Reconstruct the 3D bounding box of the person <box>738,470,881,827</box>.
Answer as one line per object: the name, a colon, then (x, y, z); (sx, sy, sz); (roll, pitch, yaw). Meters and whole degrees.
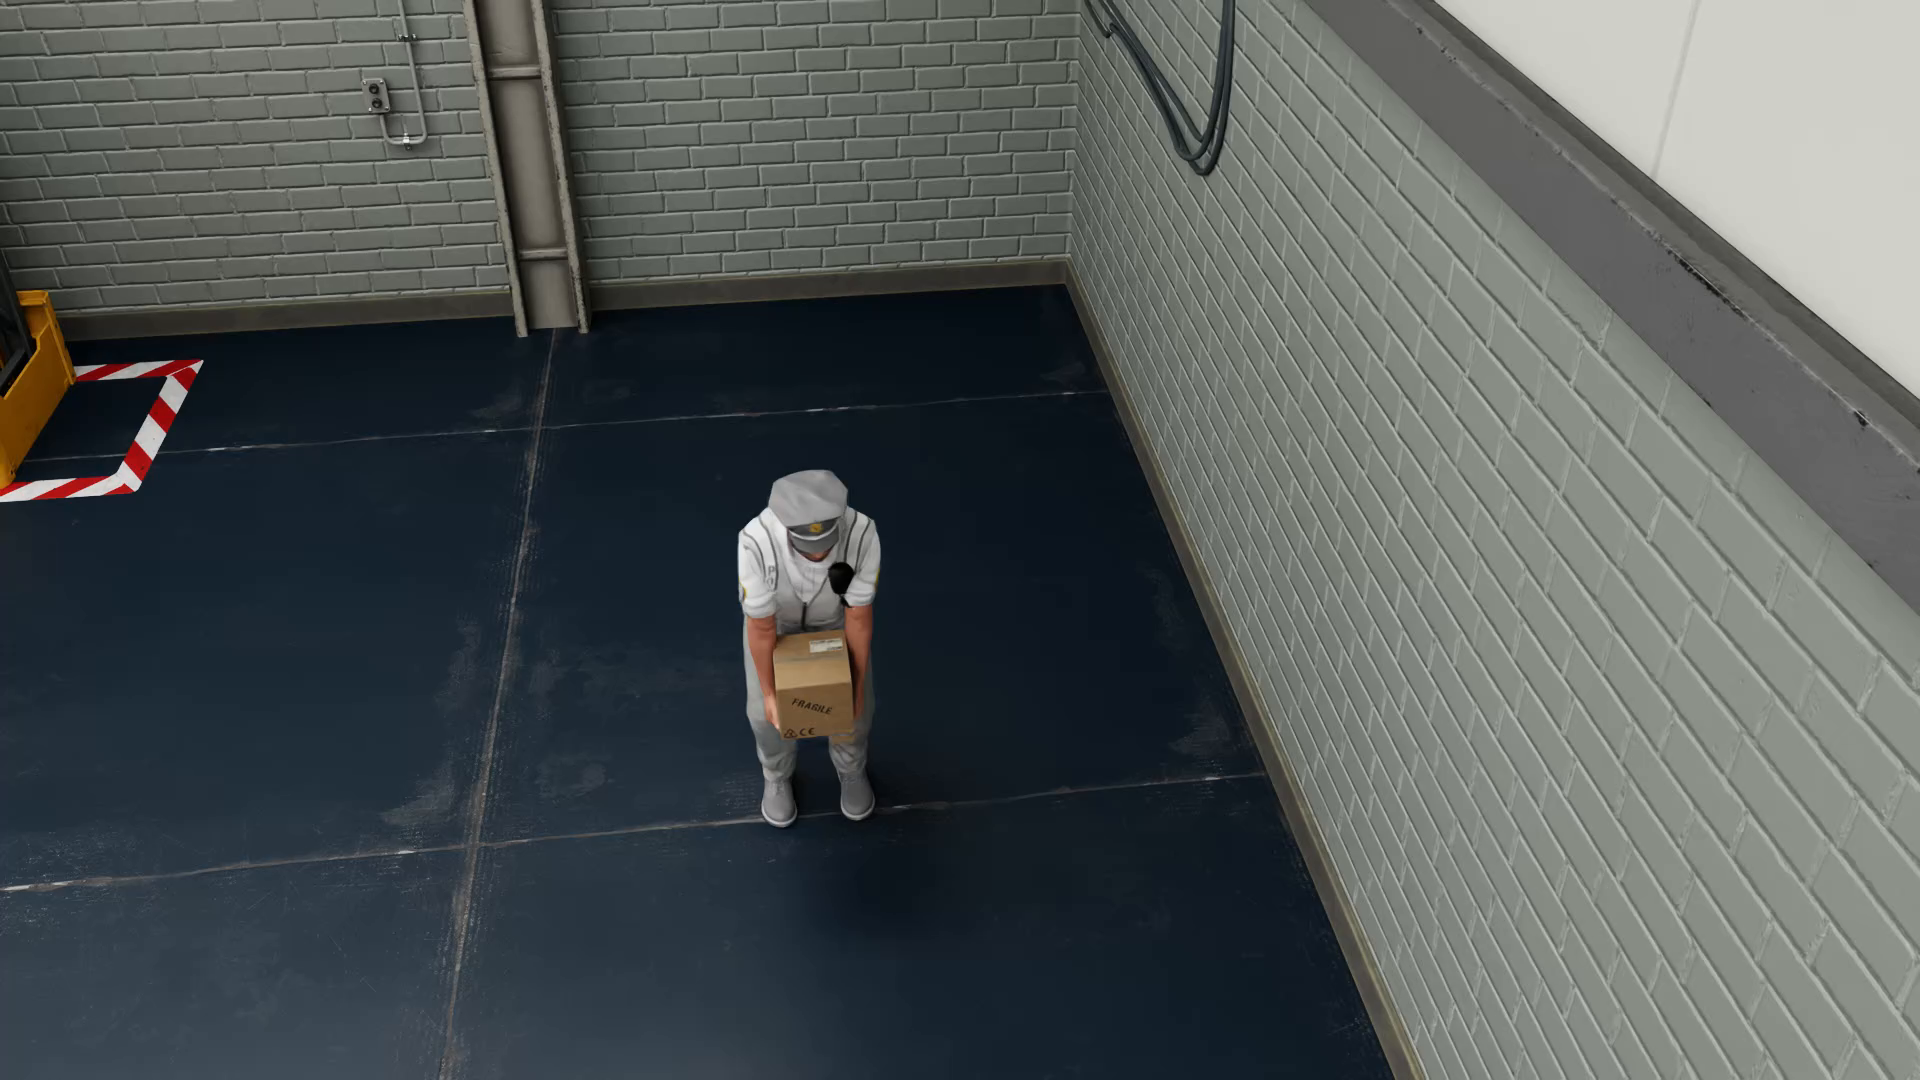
person: (-0.514, 0.366, 5.737); (0.486, 1.614, 0.748); (-5, 35, -7)
